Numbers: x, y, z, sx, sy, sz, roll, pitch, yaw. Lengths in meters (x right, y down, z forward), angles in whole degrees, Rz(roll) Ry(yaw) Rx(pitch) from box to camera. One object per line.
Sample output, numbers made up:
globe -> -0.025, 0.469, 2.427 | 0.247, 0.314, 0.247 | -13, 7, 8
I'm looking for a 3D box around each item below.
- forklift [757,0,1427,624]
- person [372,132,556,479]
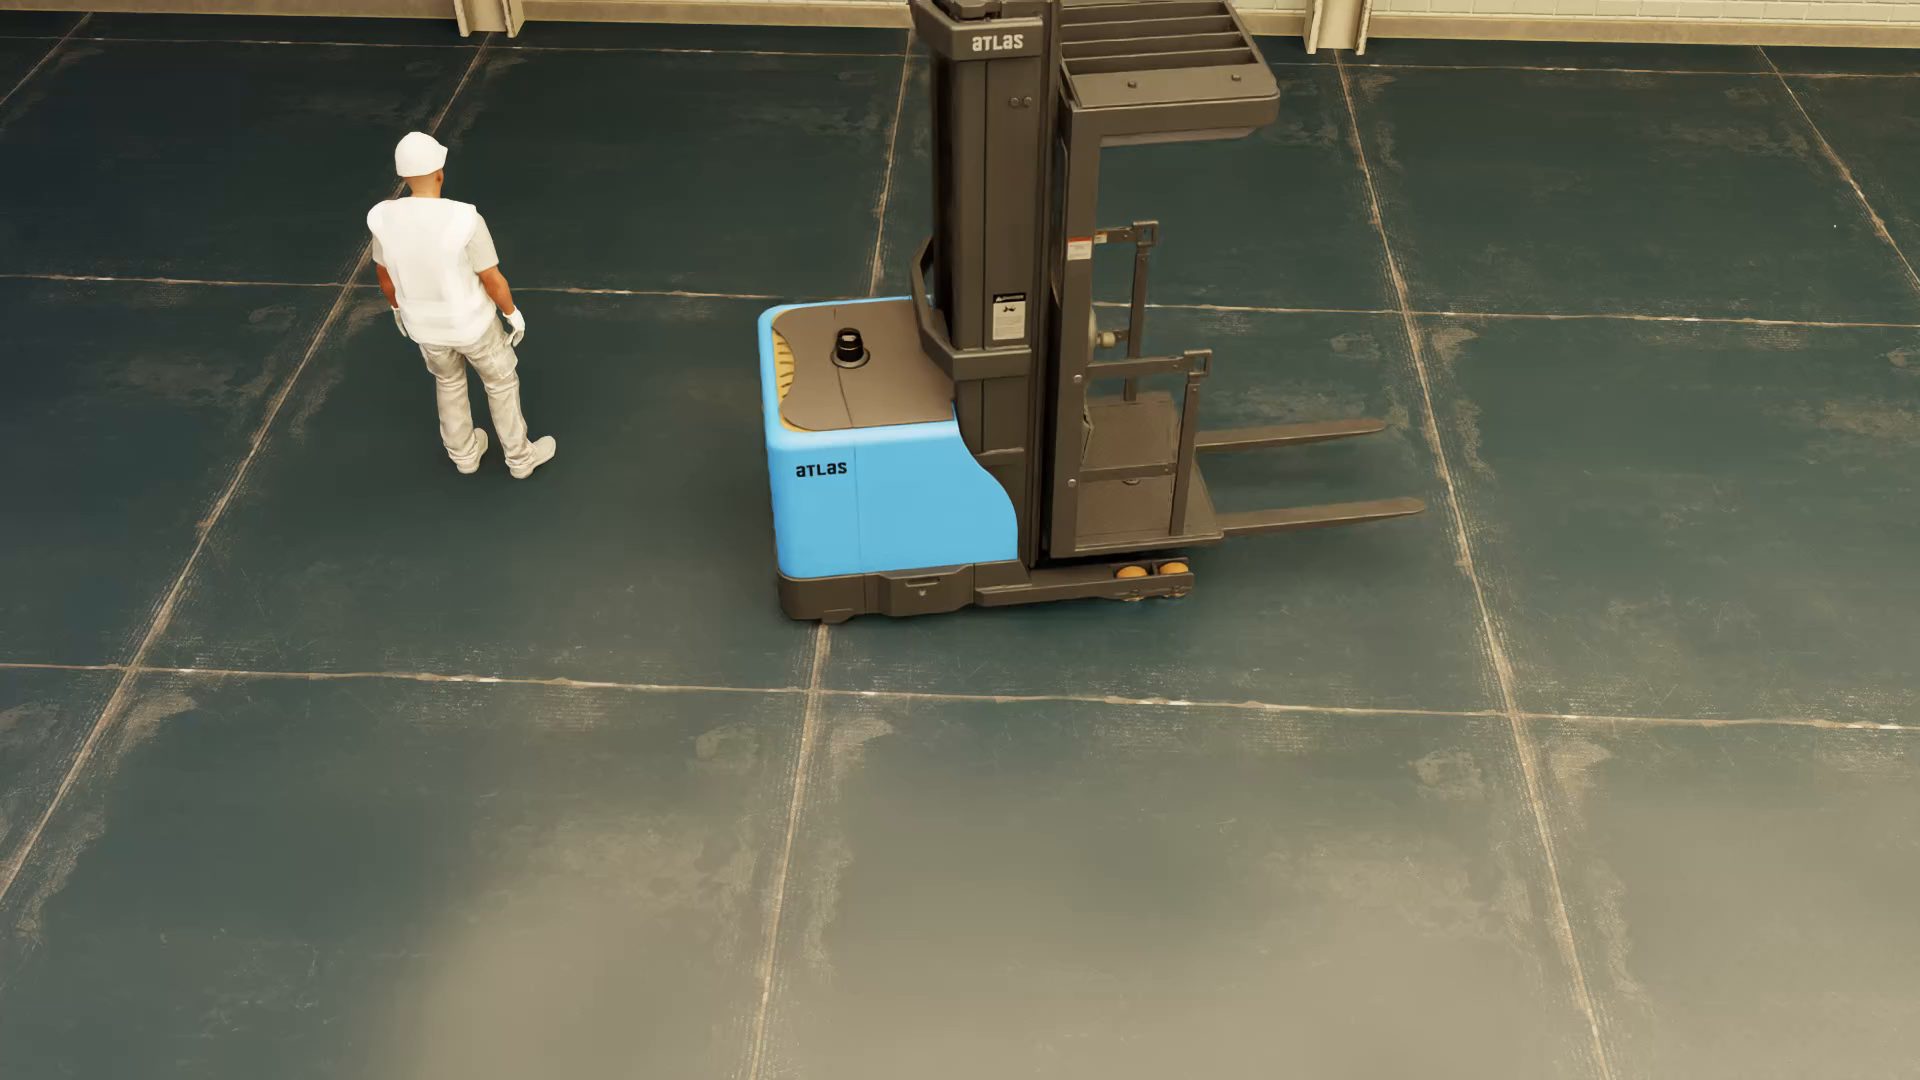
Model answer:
forklift -> -11.659, -1.967, 7.897 | 27.076, 2.935, 6.970 | -5, 43, -6
person -> -2.348, -1.060, 7.765 | 0.624, 1.773, 0.424 | 6, 43, 7
